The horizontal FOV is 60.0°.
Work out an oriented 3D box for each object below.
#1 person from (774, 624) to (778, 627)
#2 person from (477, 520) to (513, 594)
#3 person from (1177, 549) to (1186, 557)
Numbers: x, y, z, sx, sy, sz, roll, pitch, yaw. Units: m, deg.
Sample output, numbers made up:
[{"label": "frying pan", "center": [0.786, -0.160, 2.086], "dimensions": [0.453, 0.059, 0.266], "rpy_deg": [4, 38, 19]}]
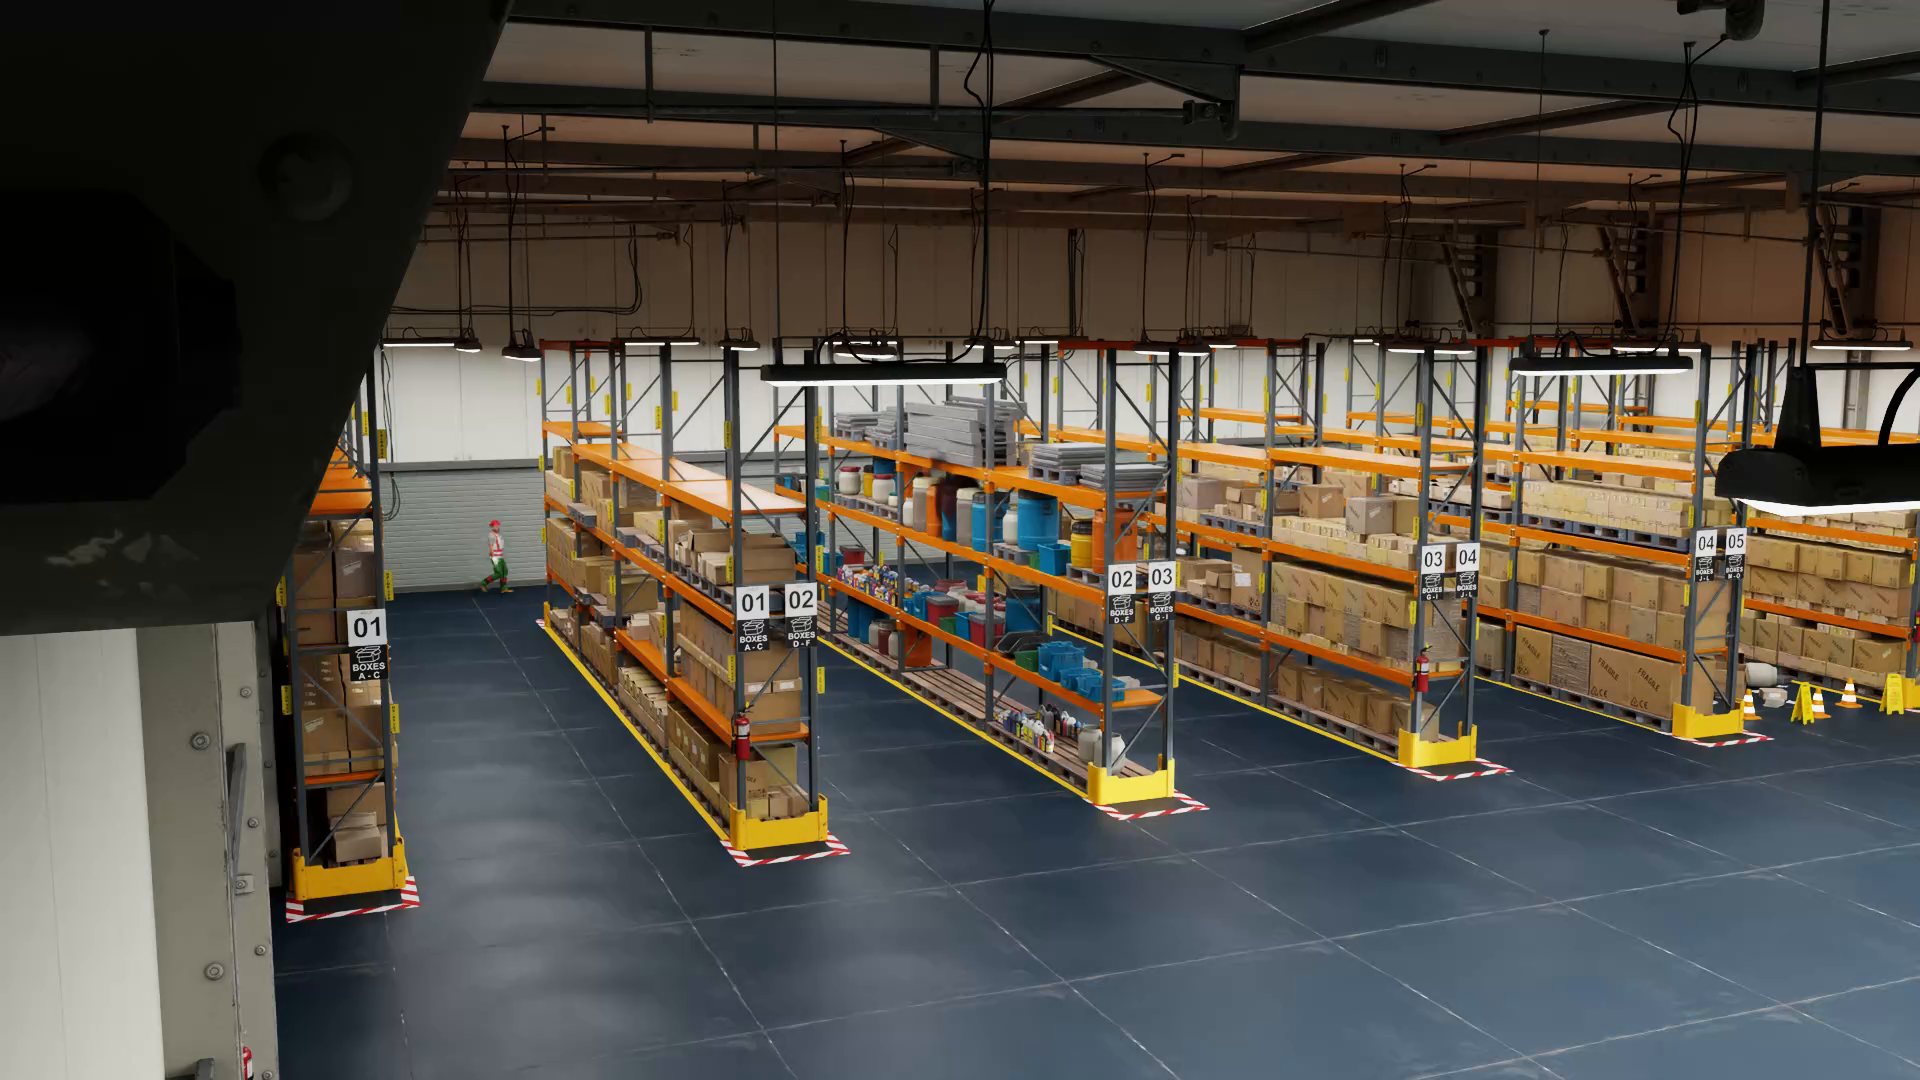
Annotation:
[{"label": "person", "center": [-3.726, 1.137, 33.306], "dimensions": [0.713, 1.809, 0.847], "rpy_deg": [-2, 8, -17]}, {"label": "person", "center": [-10.886, 0.400, 38.846], "dimensions": [0.845, 1.749, 0.649], "rpy_deg": [-3, 8, -21]}, {"label": "person", "center": [4.527, 1.071, 34.115], "dimensions": [0.540, 1.808, 0.885], "rpy_deg": [-3, 8, -23]}]
